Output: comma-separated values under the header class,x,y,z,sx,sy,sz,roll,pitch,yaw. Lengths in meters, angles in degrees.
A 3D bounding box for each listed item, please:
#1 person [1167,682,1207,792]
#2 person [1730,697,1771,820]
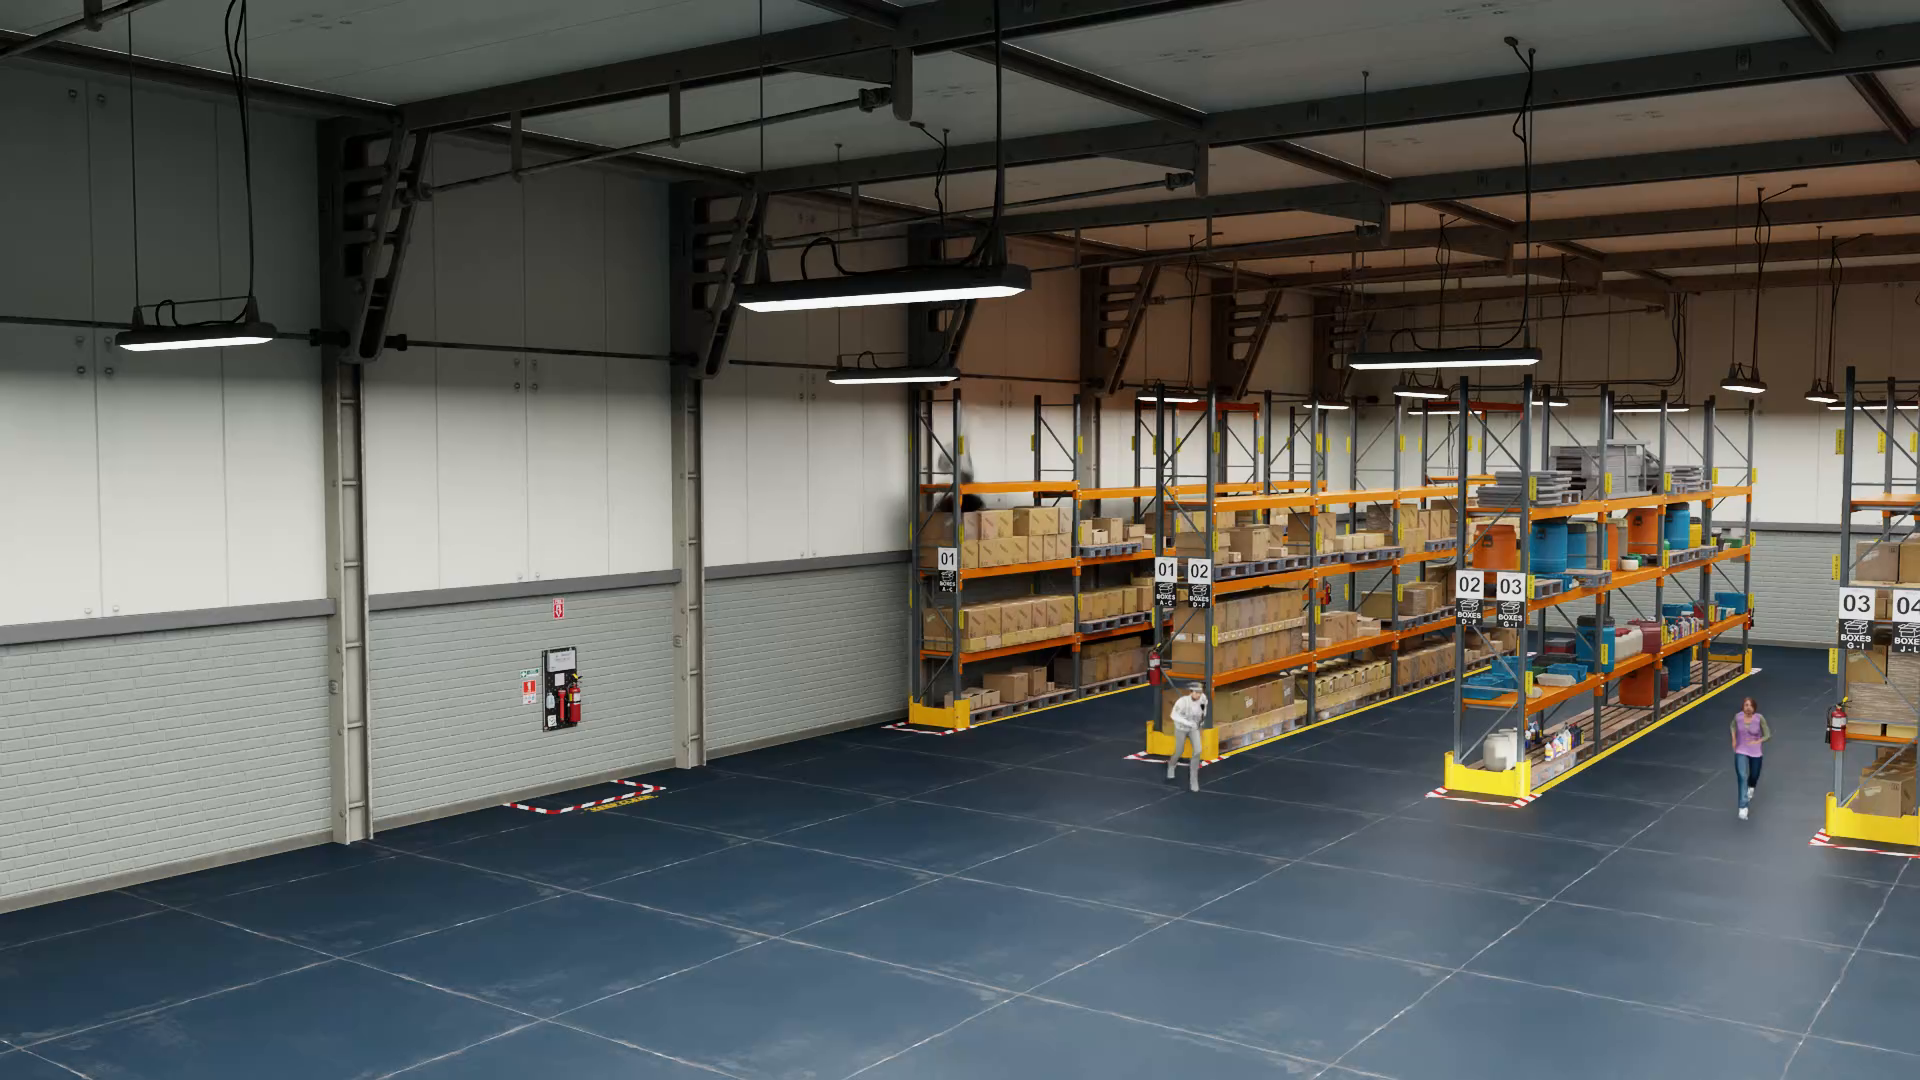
class,x,y,z,sx,sy,sz,roll,pitch,yaw
person,3.316,2.846,24.439,0.658,1.625,0.960,-1,3,-20
person,10.735,2.930,22.600,0.495,1.616,1.016,1,4,24
